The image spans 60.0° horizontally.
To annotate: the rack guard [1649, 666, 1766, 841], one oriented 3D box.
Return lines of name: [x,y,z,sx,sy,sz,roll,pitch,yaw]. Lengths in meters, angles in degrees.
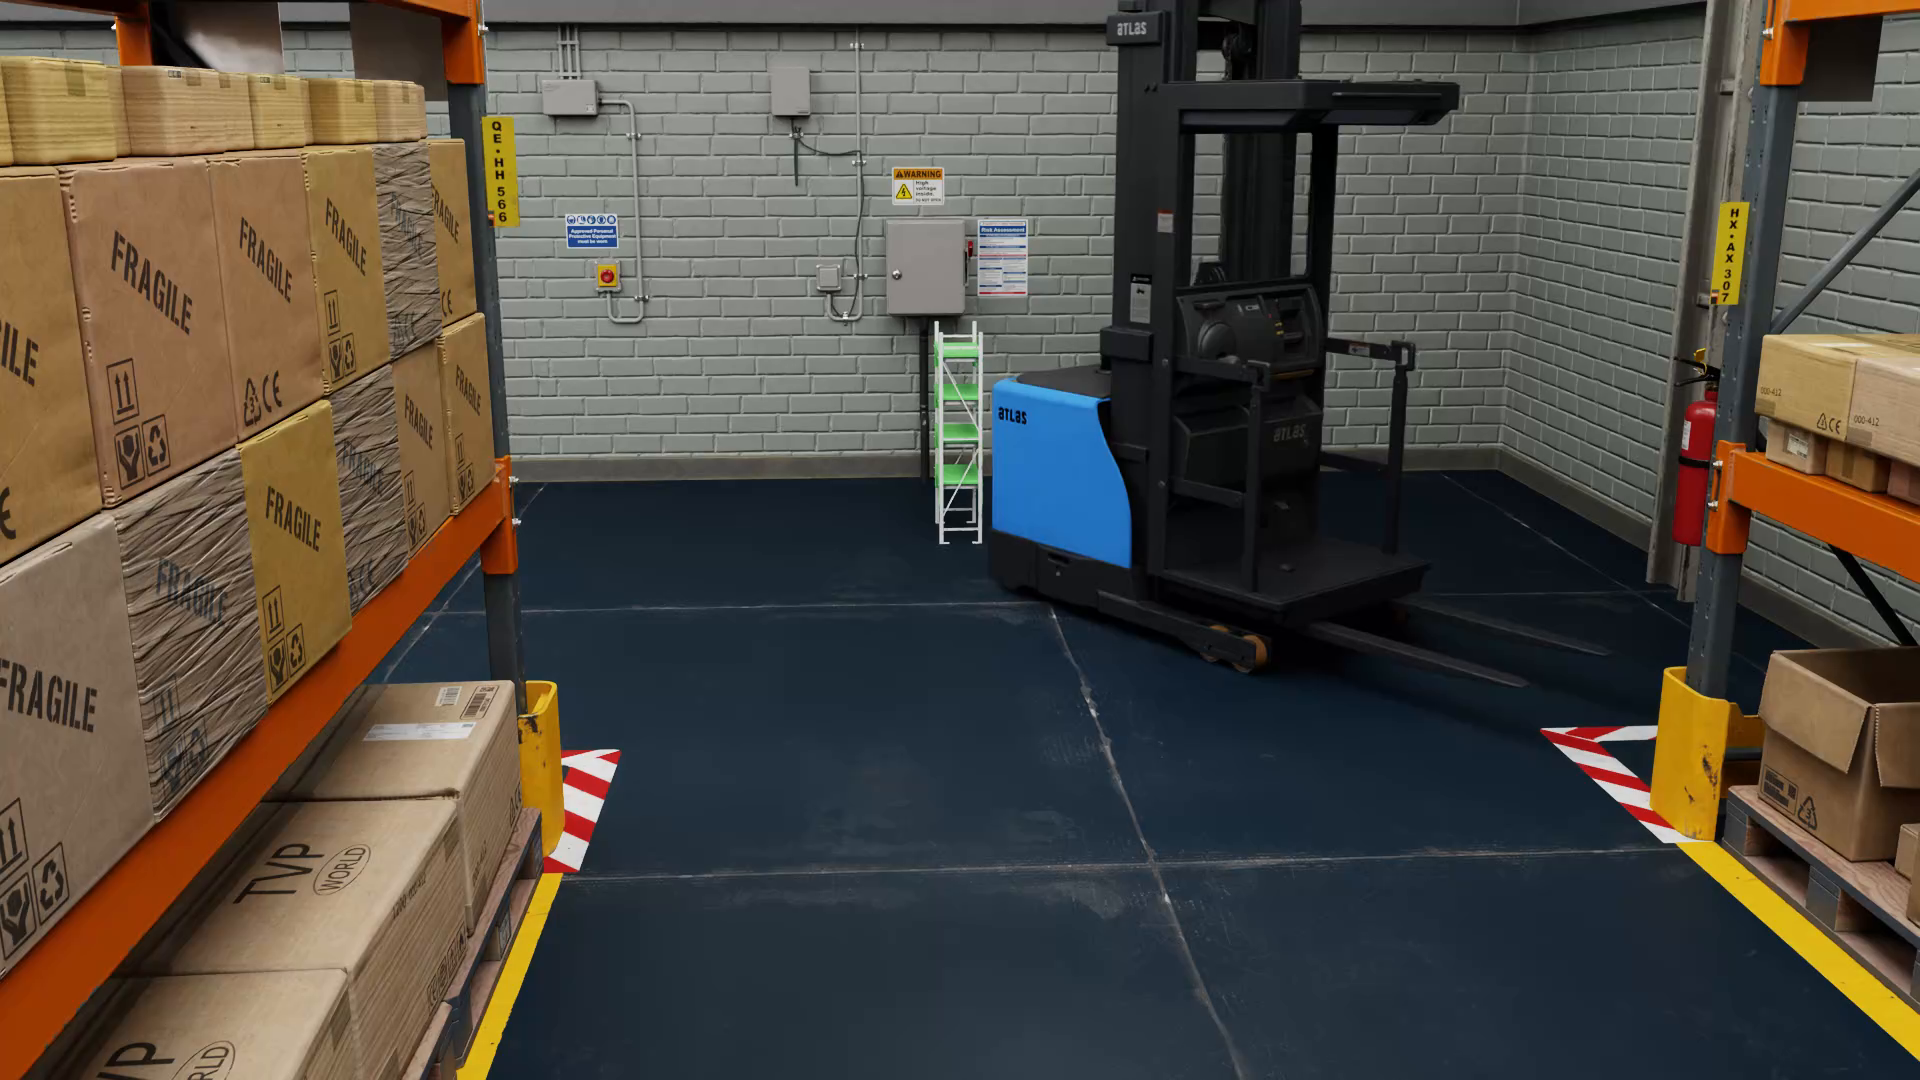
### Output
rack guard: [3.024,0.719,5.727,1.175,0.500,0.348,-1,14,-3]

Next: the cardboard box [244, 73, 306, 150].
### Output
cardboard box: [-1.579,-0.877,3.404,0.380,0.149,0.250,-1,14,-2]

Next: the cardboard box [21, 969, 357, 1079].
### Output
cardboard box: [-1.675,1.219,3.066,0.875,0.438,0.875,-1,14,-5]

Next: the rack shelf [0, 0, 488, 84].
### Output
rack shelf: [-1.811,-1.039,2.970,1.077,0.370,4.000,-1,14,-3]

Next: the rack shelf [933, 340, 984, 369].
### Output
rack shelf: [-0.010,-1.025,9.433,0.258,0.148,0.480,-1,14,-3]

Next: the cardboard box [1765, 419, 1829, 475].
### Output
cardboard box: [2.766,-0.302,5.186,0.380,0.149,0.250,-1,14,-4]

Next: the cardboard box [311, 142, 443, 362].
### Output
cardboard box: [-1.605,-0.719,4.095,0.500,0.500,0.500,-1,14,-3]

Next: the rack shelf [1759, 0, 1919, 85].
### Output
rack shelf: [3.143,-1.117,3.271,1.077,0.370,4.000,-1,14,-3]

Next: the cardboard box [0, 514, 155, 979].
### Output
cardboard box: [-1.482,0.268,2.264,0.500,0.500,0.500,-1,14,-3]

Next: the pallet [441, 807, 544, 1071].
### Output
pallet: [-1.807,1.116,4.767,1.003,0.211,1.213,-1,14,-3]

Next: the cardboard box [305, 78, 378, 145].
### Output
cardboard box: [-1.598,-1.004,3.900,0.380,0.149,0.250,-1,14,-2]

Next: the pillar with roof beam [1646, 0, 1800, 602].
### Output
pillar with roof beam: [-0.545,-4.033,7.143,9.100,9.000,0.400,-1,14,-3]

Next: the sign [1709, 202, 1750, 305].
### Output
sign: [2.478,-0.921,5.348,0.100,0.325,0.005,-1,14,-3]

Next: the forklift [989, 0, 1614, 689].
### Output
forklift: [1.470,-0.979,7.448,1.130,2.935,3.031,-12,18,-38]

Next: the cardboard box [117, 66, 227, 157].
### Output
cardboard box: [-1.523,-0.746,2.897,0.380,0.149,0.250,-1,14,-3]

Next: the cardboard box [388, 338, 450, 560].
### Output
cardboard box: [-1.624,-0.240,4.238,0.500,0.500,0.500,-1,14,-5]

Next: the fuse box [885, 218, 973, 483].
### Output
fuse box: [-0.202,-1.207,10.782,0.539,1.711,0.414,-1,14,-3]

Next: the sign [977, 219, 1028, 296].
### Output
sign: [0.279,-1.844,10.863,0.329,0.494,0.001,-1,14,-3]

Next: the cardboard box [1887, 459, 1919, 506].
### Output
cardboard box: [2.879,-0.175,4.691,0.380,0.149,0.250,-1,14,-4]

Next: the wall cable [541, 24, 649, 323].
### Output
wall cable: [-2.307,-2.342,10.506,0.585,1.953,0.123,-1,14,-3]

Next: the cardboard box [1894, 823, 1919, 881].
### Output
cardboard box: [2.950,0.927,4.782,0.380,0.149,0.250,-1,15,-6]

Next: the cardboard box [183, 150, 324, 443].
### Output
cardboard box: [-1.549,-0.471,3.131,0.500,0.500,0.500,-1,14,-4]

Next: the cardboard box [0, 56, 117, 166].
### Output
cardboard box: [-1.479,-0.623,2.417,0.380,0.149,0.250,-1,14,-5]

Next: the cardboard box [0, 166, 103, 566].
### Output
cardboard box: [-1.500,-0.218,2.147,0.500,0.500,0.500,-1,14,-4]

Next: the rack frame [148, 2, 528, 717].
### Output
rack frame: [-1.935,-0.432,5.187,1.000,3.000,0.127,-1,14,-3]

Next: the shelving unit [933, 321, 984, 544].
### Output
shelving unit: [-0.010,-0.622,9.537,0.258,1.200,0.503,-1,14,-3]

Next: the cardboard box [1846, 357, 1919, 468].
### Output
cardboard box: [2.810,-0.339,4.528,0.500,0.250,0.500,-1,14,-3]

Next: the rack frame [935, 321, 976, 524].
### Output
rack frame: [-0.025,-0.683,9.773,0.240,1.200,0.015,-1,14,-3]

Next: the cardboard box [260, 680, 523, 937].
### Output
cardboard box: [-1.794,0.768,4.822,0.875,0.438,0.875,-1,14,-5]

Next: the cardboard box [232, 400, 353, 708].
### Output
cardboard box: [-1.538,0.016,3.243,0.500,0.500,0.500,0,14,-2]

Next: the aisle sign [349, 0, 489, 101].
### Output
aisle sign: [-1.630,-1.714,4.952,0.394,0.787,0.004,-1,14,-3]

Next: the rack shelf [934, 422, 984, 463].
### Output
rack shelf: [-0.010,-0.560,9.553,0.258,0.148,0.480,-1,14,-3]
